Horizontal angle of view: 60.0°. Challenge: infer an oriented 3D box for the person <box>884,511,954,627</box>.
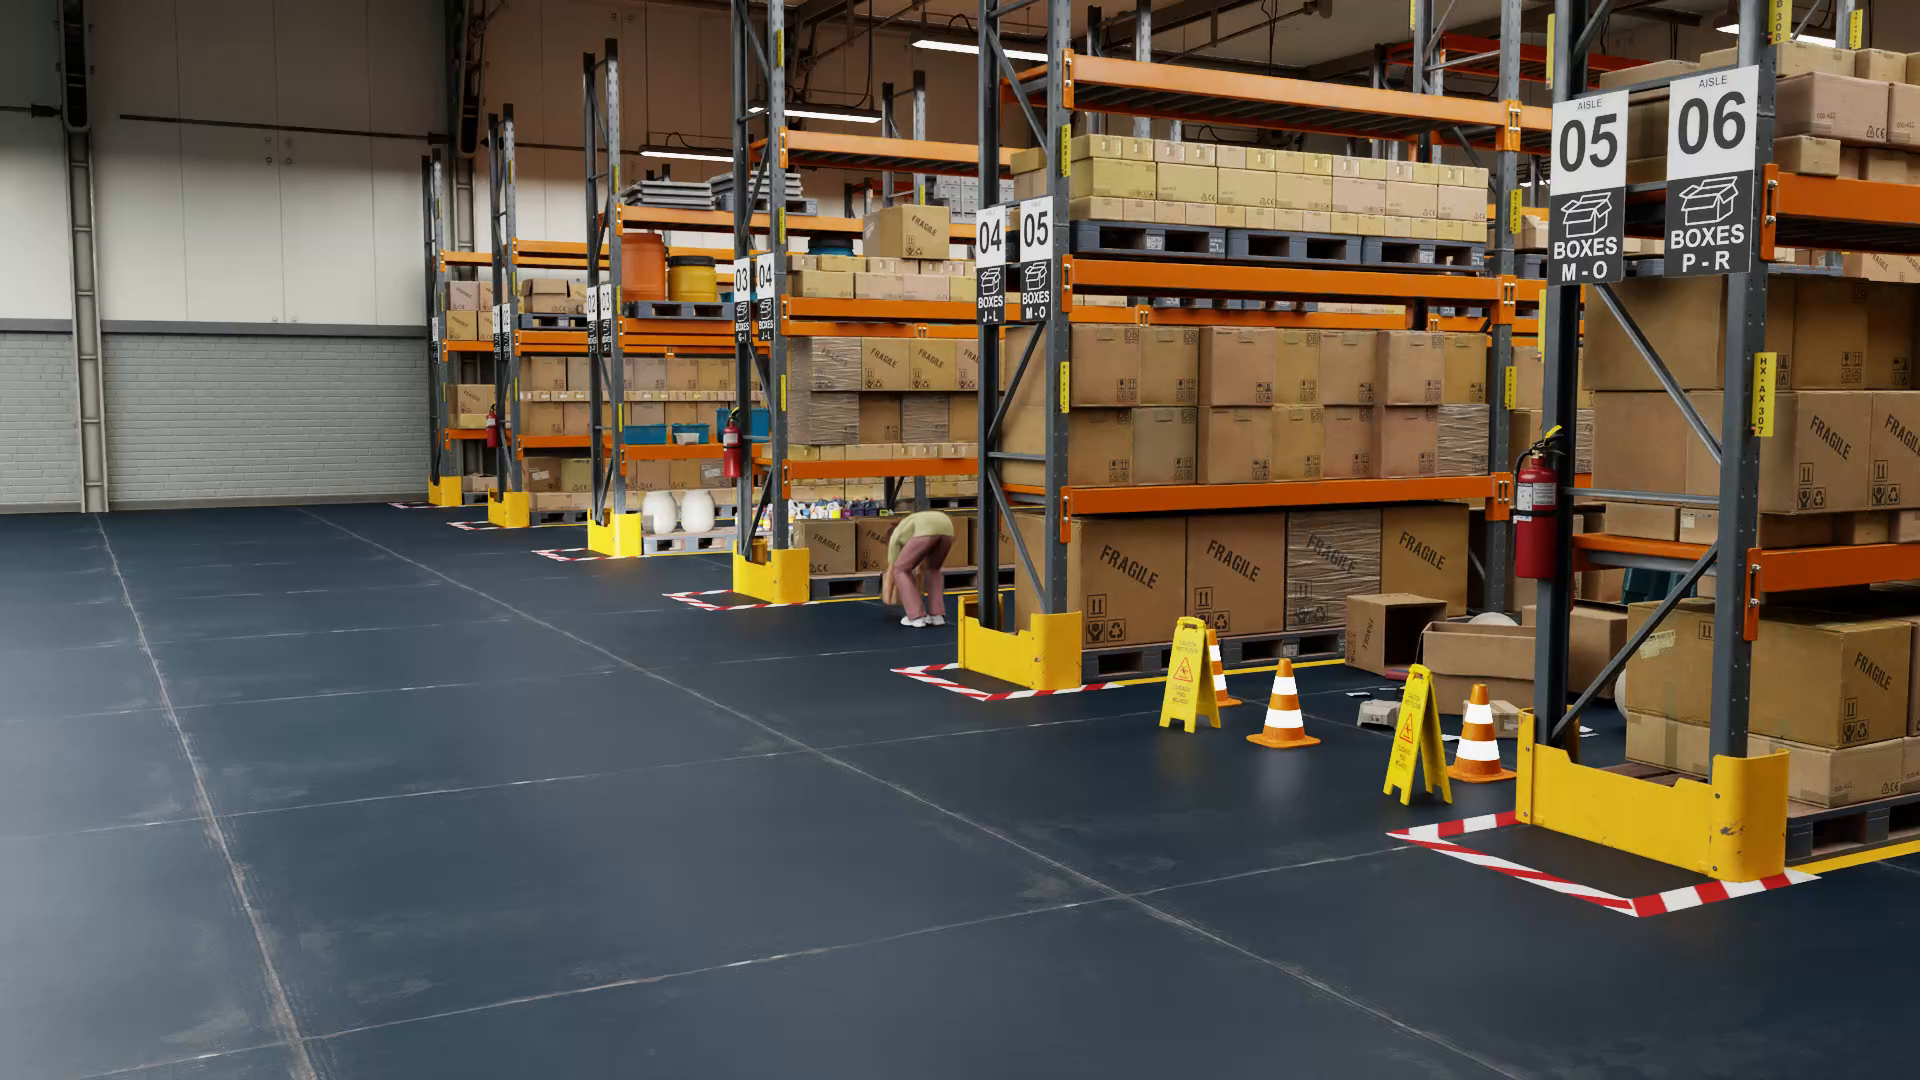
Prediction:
[{"bbox_3d":[-0.376,0.222,13.992,0.451,0.960,0.856,-3,6,-31],"label":"person"}]
